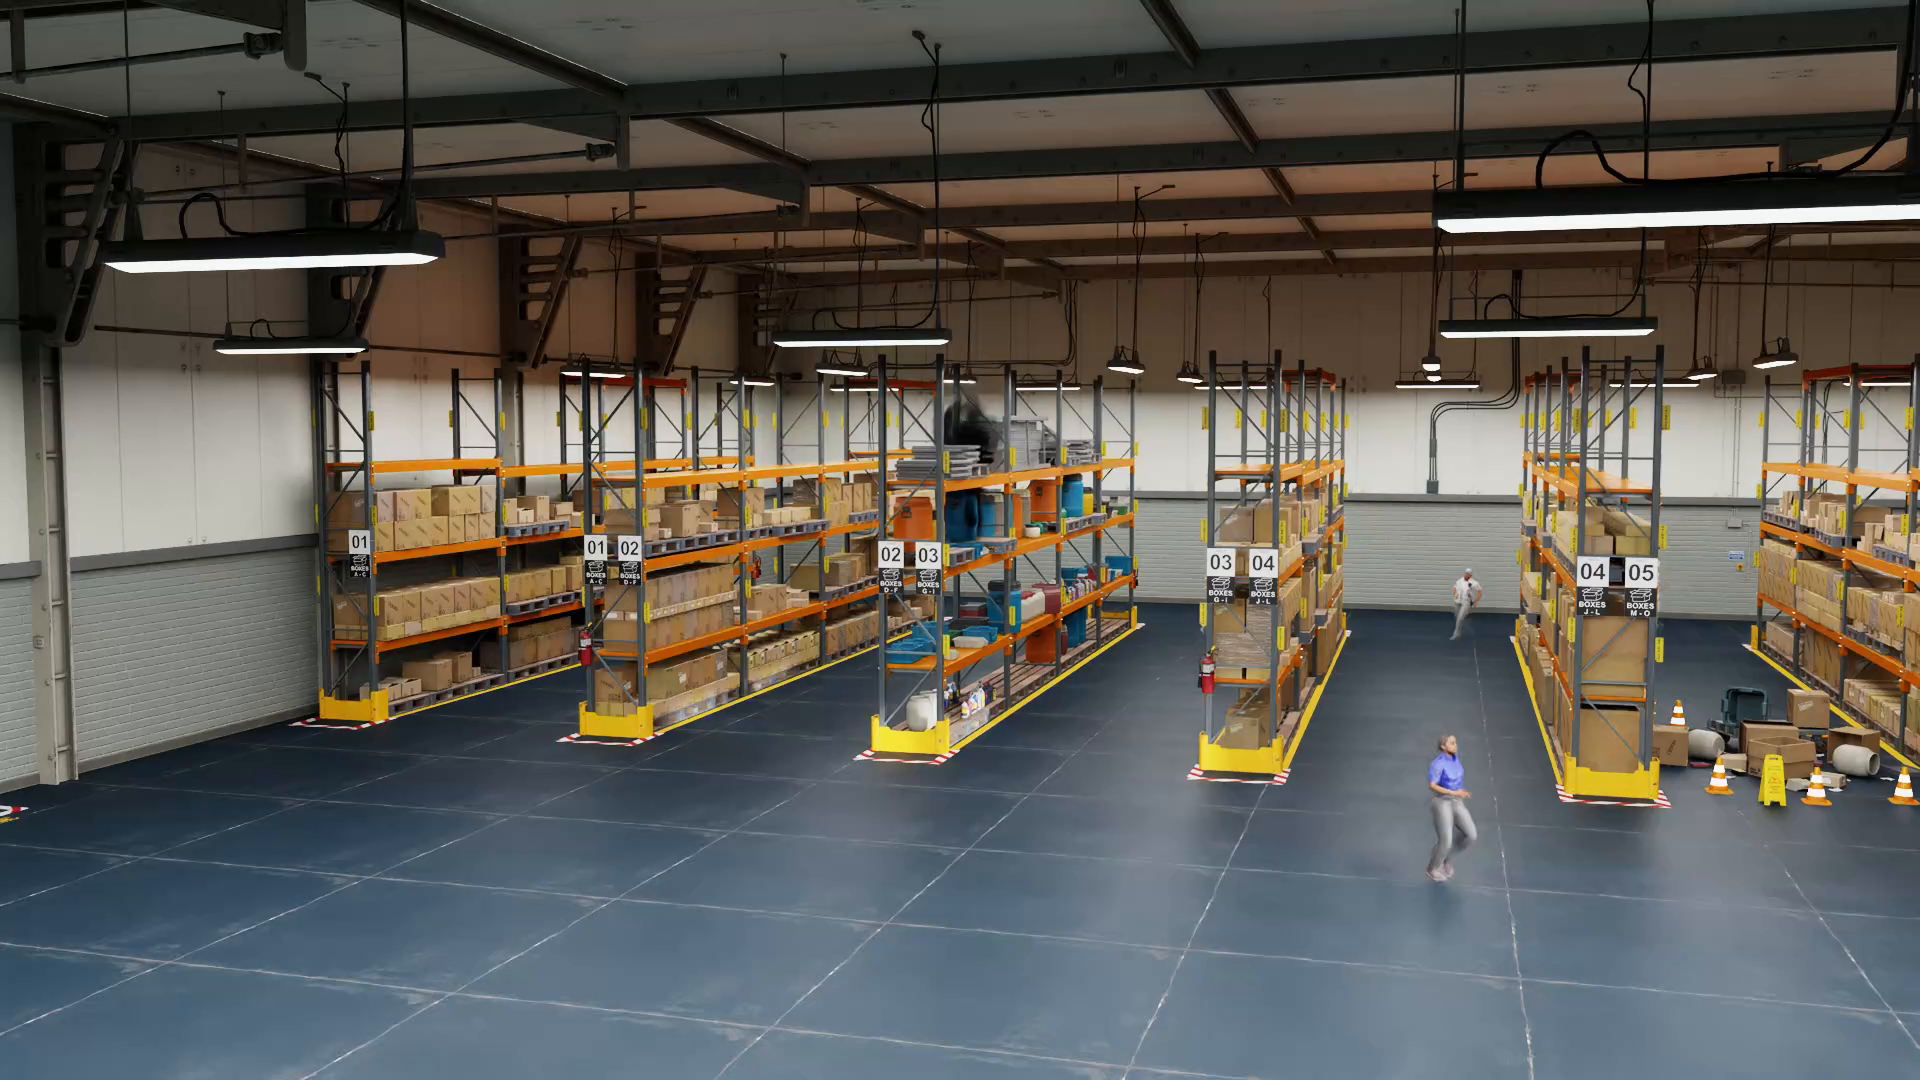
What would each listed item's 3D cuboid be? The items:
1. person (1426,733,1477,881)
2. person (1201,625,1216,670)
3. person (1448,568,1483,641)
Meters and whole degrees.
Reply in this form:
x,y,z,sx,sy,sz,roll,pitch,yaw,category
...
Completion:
x,y,z,sx,sy,sz,roll,pitch,yaw,category
5.309,2.896,17.979,0.630,1.625,0.576,-3,5,-38,person
4.927,1.809,31.728,0.658,1.785,0.954,1,4,10,person
11.527,1.457,37.938,0.694,1.642,0.880,4,6,43,person
